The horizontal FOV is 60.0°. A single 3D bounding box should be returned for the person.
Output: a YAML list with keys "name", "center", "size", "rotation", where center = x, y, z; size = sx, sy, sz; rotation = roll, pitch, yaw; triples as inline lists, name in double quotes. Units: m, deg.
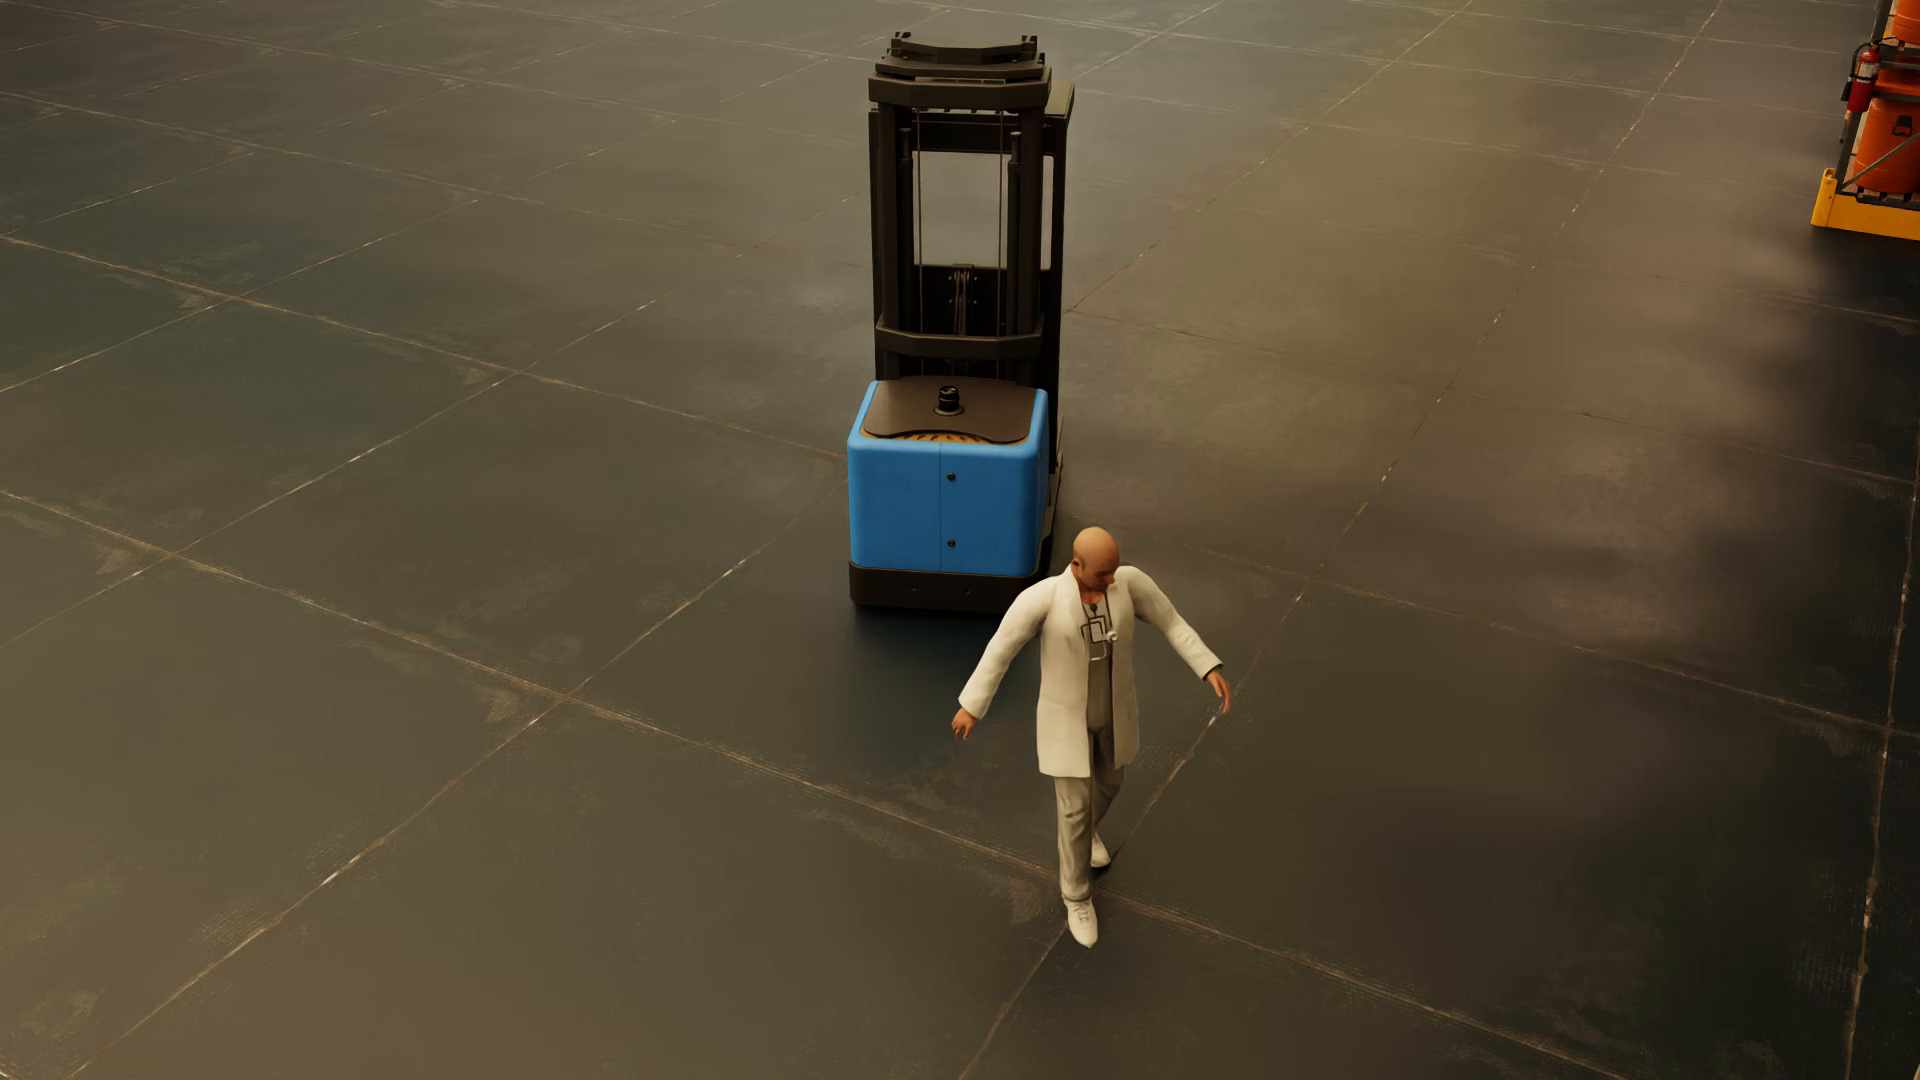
- name: "person"
  center: [0.528, 0.772, 6.947]
  size: [1.044, 1.773, 0.788]
  rotation: [-10, 31, -17]

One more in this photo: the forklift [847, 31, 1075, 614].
- name: "forklift"
  center: [0.072, -1.572, 9.794]
  size: [1.130, 2.935, 3.031]
  rotation: [3, 30, 6]
